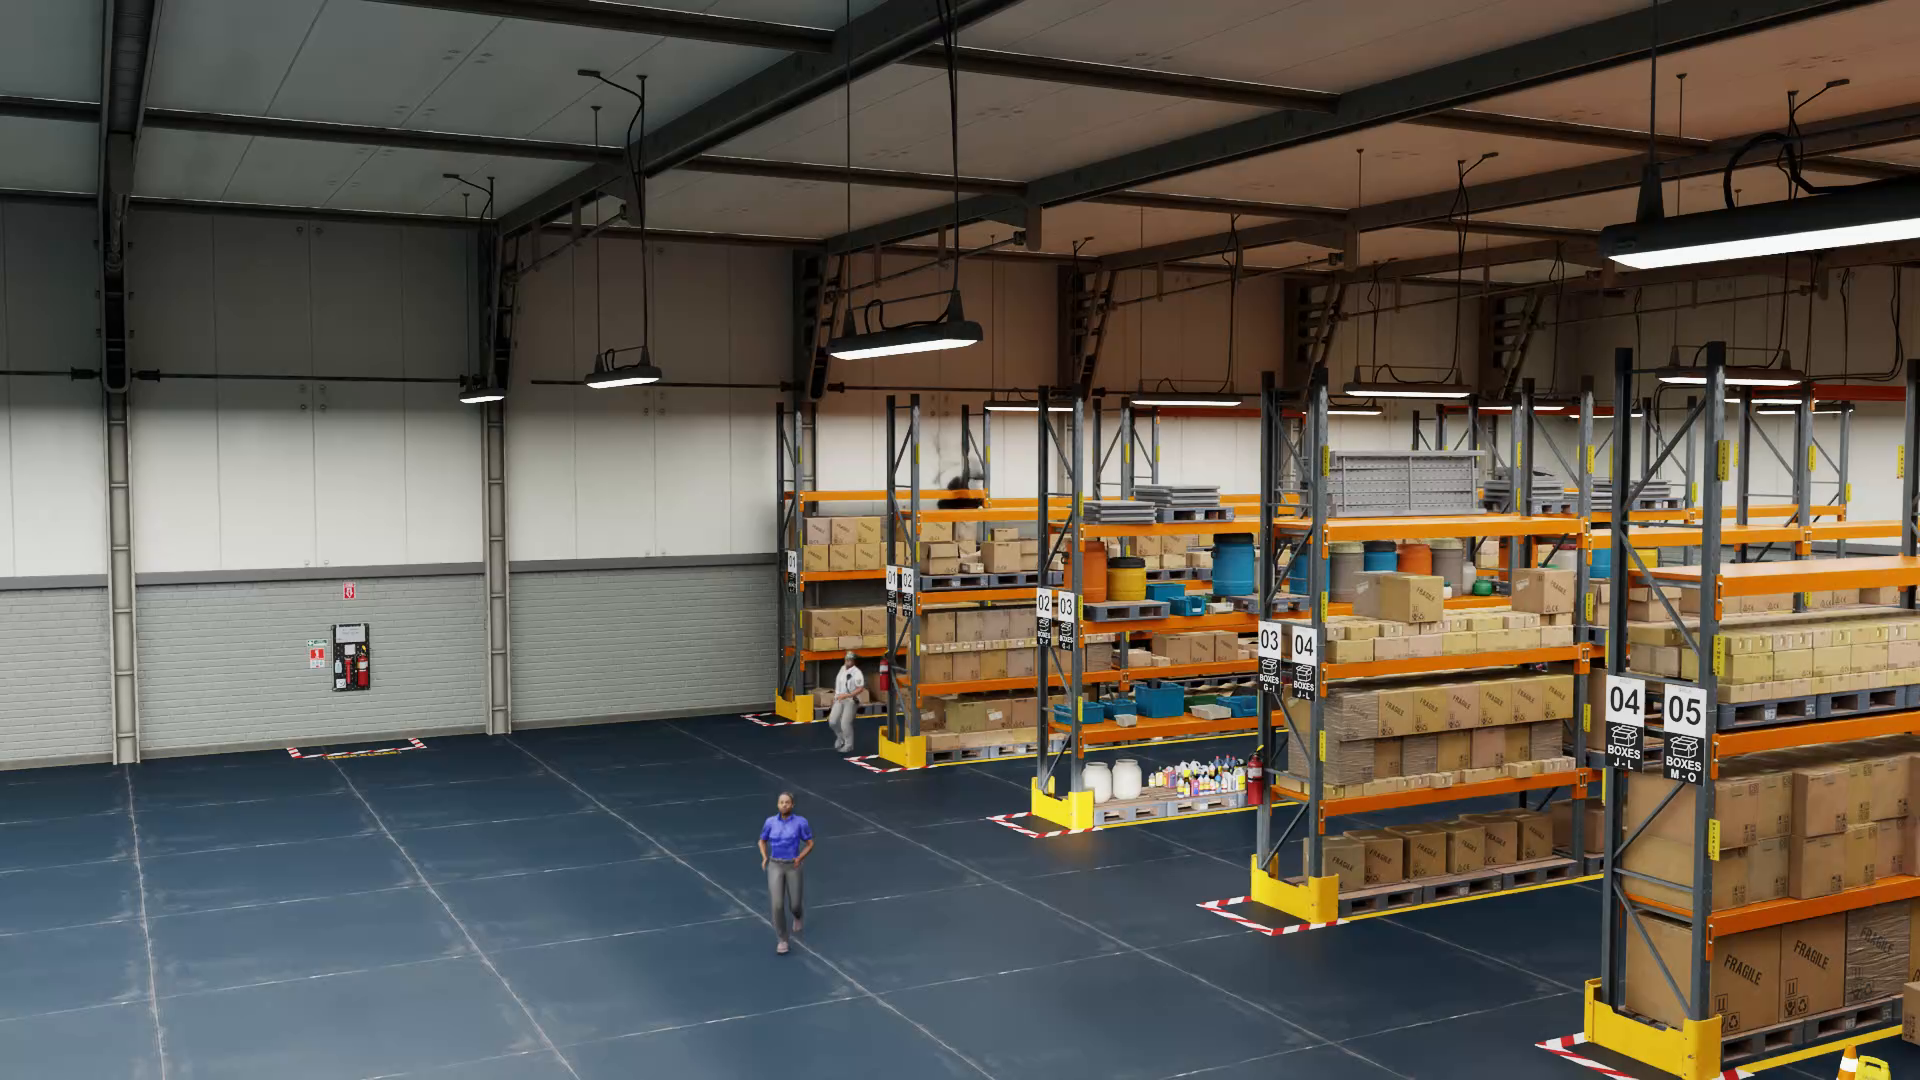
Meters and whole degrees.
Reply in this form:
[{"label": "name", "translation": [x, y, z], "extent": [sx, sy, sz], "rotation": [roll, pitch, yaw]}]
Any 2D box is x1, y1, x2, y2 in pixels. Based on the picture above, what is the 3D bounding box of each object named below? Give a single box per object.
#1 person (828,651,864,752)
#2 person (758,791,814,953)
[{"label": "person", "translation": [-1.916, 2.726, 28.001], "extent": [0.680, 1.753, 0.572], "rotation": [2, 4, 36]}, {"label": "person", "translation": [-1.810, 3.394, 17.131], "extent": [0.561, 1.594, 0.624], "rotation": [0, 3, 2]}]
